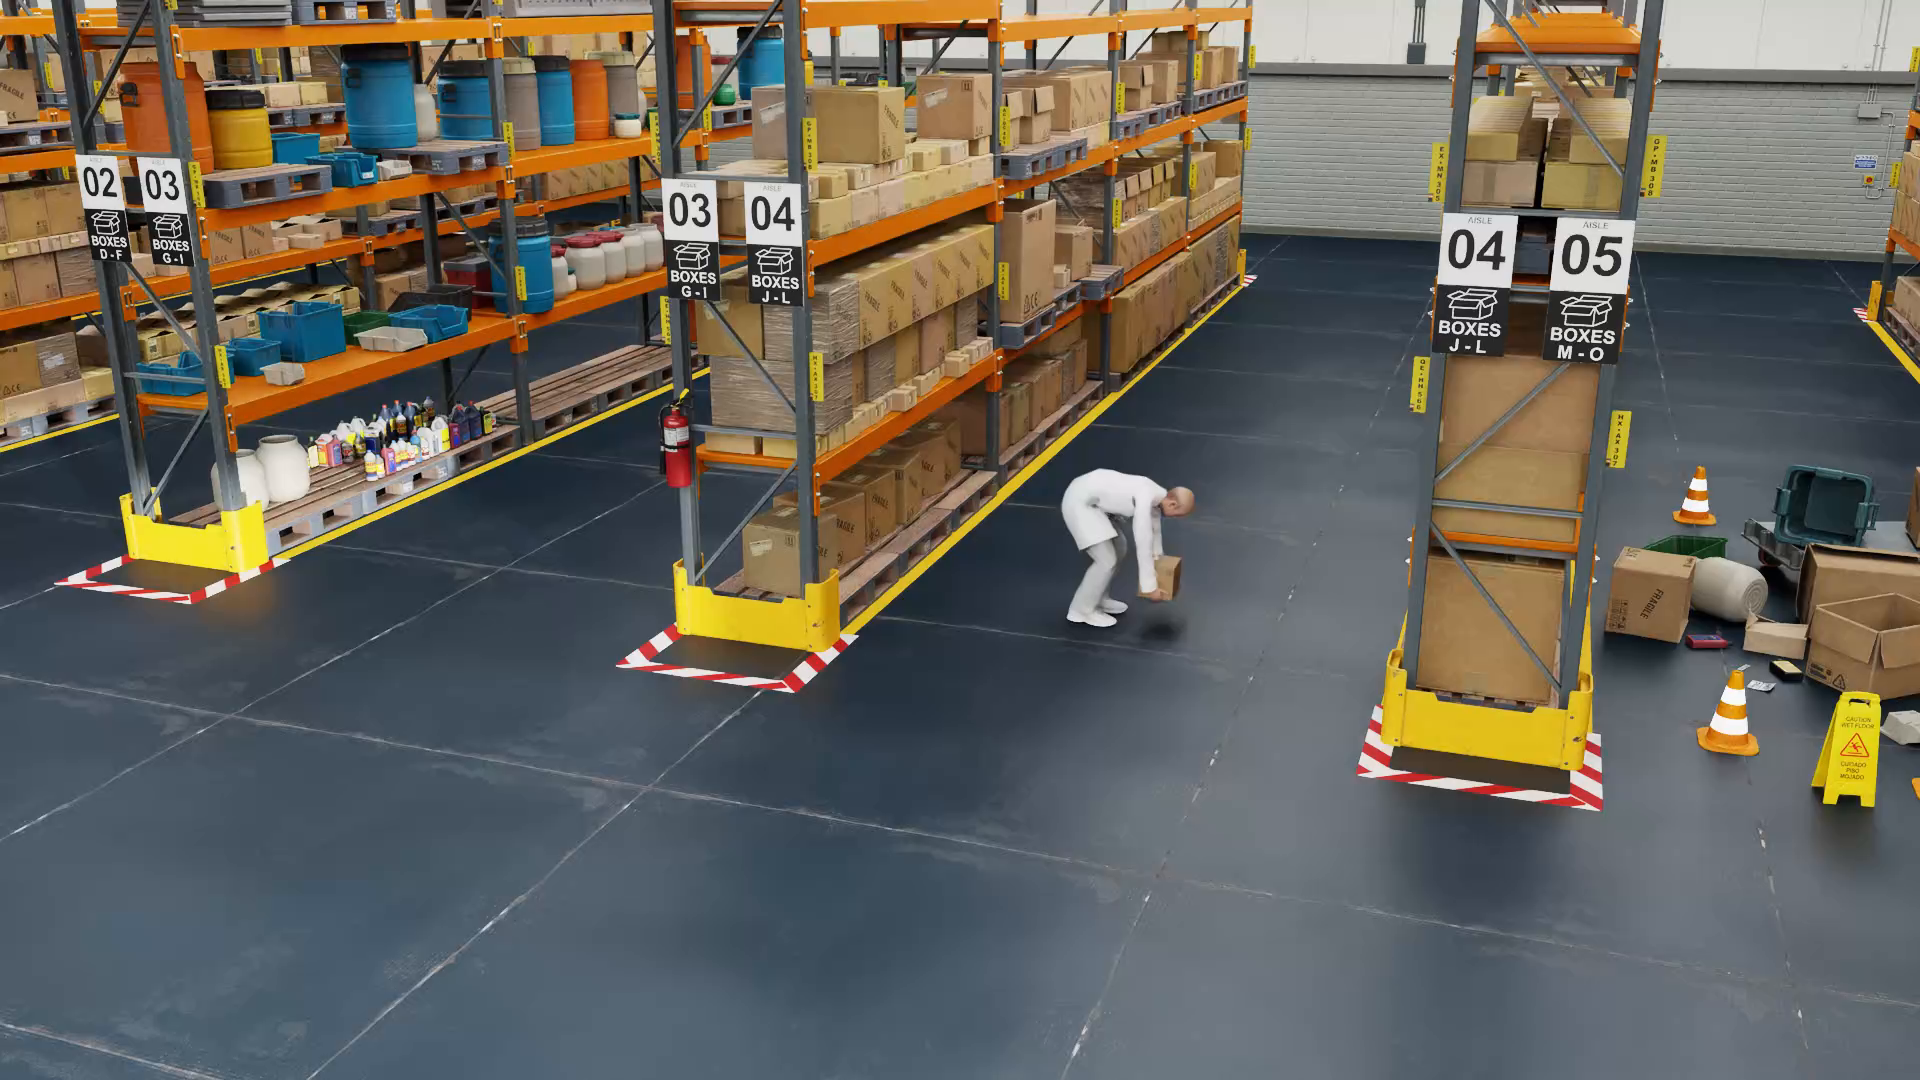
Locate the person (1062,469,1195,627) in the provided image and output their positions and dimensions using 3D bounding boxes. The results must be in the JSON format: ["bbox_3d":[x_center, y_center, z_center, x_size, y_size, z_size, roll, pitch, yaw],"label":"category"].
[{"bbox_3d":[1.200,0.058,11.965,0.951,1.112,0.574,6,19,17],"label":"person"}]
